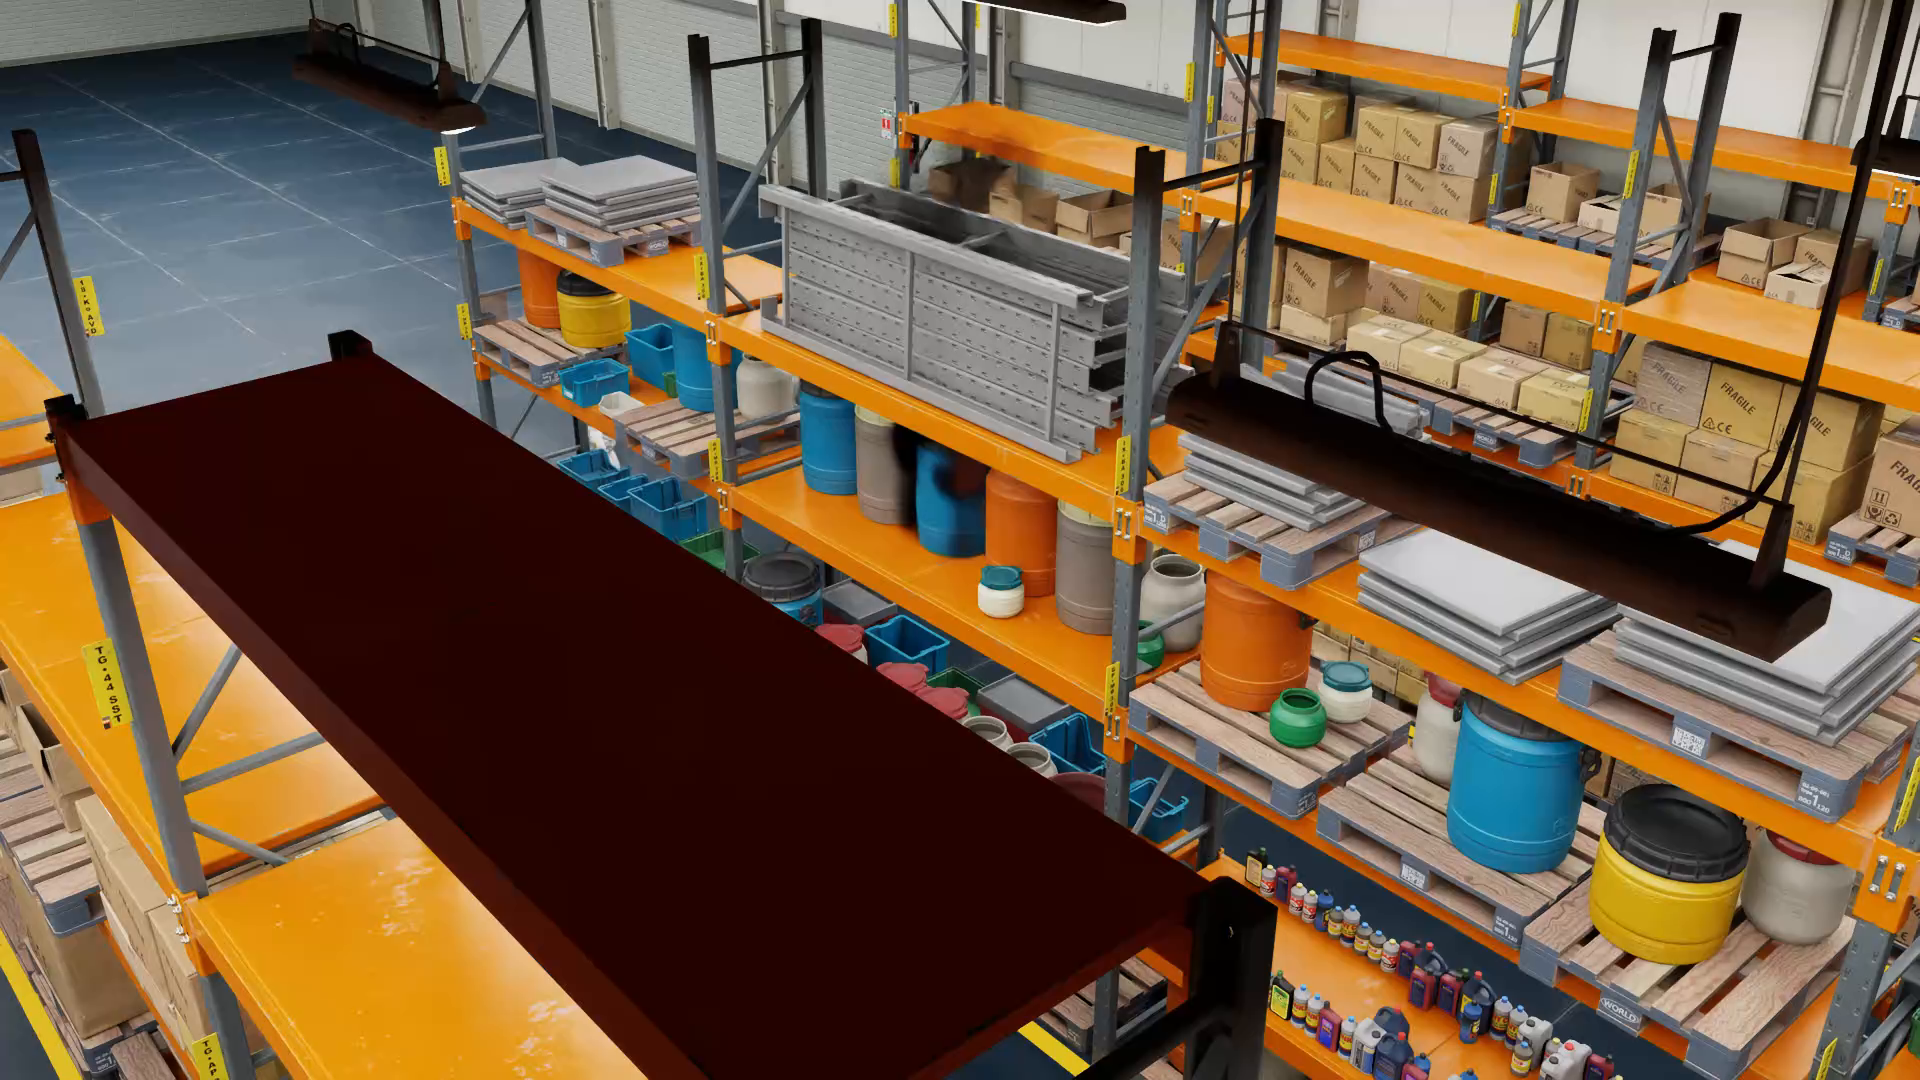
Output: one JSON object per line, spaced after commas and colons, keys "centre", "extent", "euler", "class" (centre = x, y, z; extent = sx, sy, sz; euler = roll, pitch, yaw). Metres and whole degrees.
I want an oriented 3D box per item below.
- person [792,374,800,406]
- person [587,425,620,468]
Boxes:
{"centre": [-1.810, -1.995, 19.759], "extent": [0.858, 1.649, 0.571], "euler": [-4, 27, -8], "class": "person"}
{"centre": [-3.622, -0.702, 17.134], "extent": [0.574, 1.667, 0.633], "euler": [3, 27, 6], "class": "person"}
